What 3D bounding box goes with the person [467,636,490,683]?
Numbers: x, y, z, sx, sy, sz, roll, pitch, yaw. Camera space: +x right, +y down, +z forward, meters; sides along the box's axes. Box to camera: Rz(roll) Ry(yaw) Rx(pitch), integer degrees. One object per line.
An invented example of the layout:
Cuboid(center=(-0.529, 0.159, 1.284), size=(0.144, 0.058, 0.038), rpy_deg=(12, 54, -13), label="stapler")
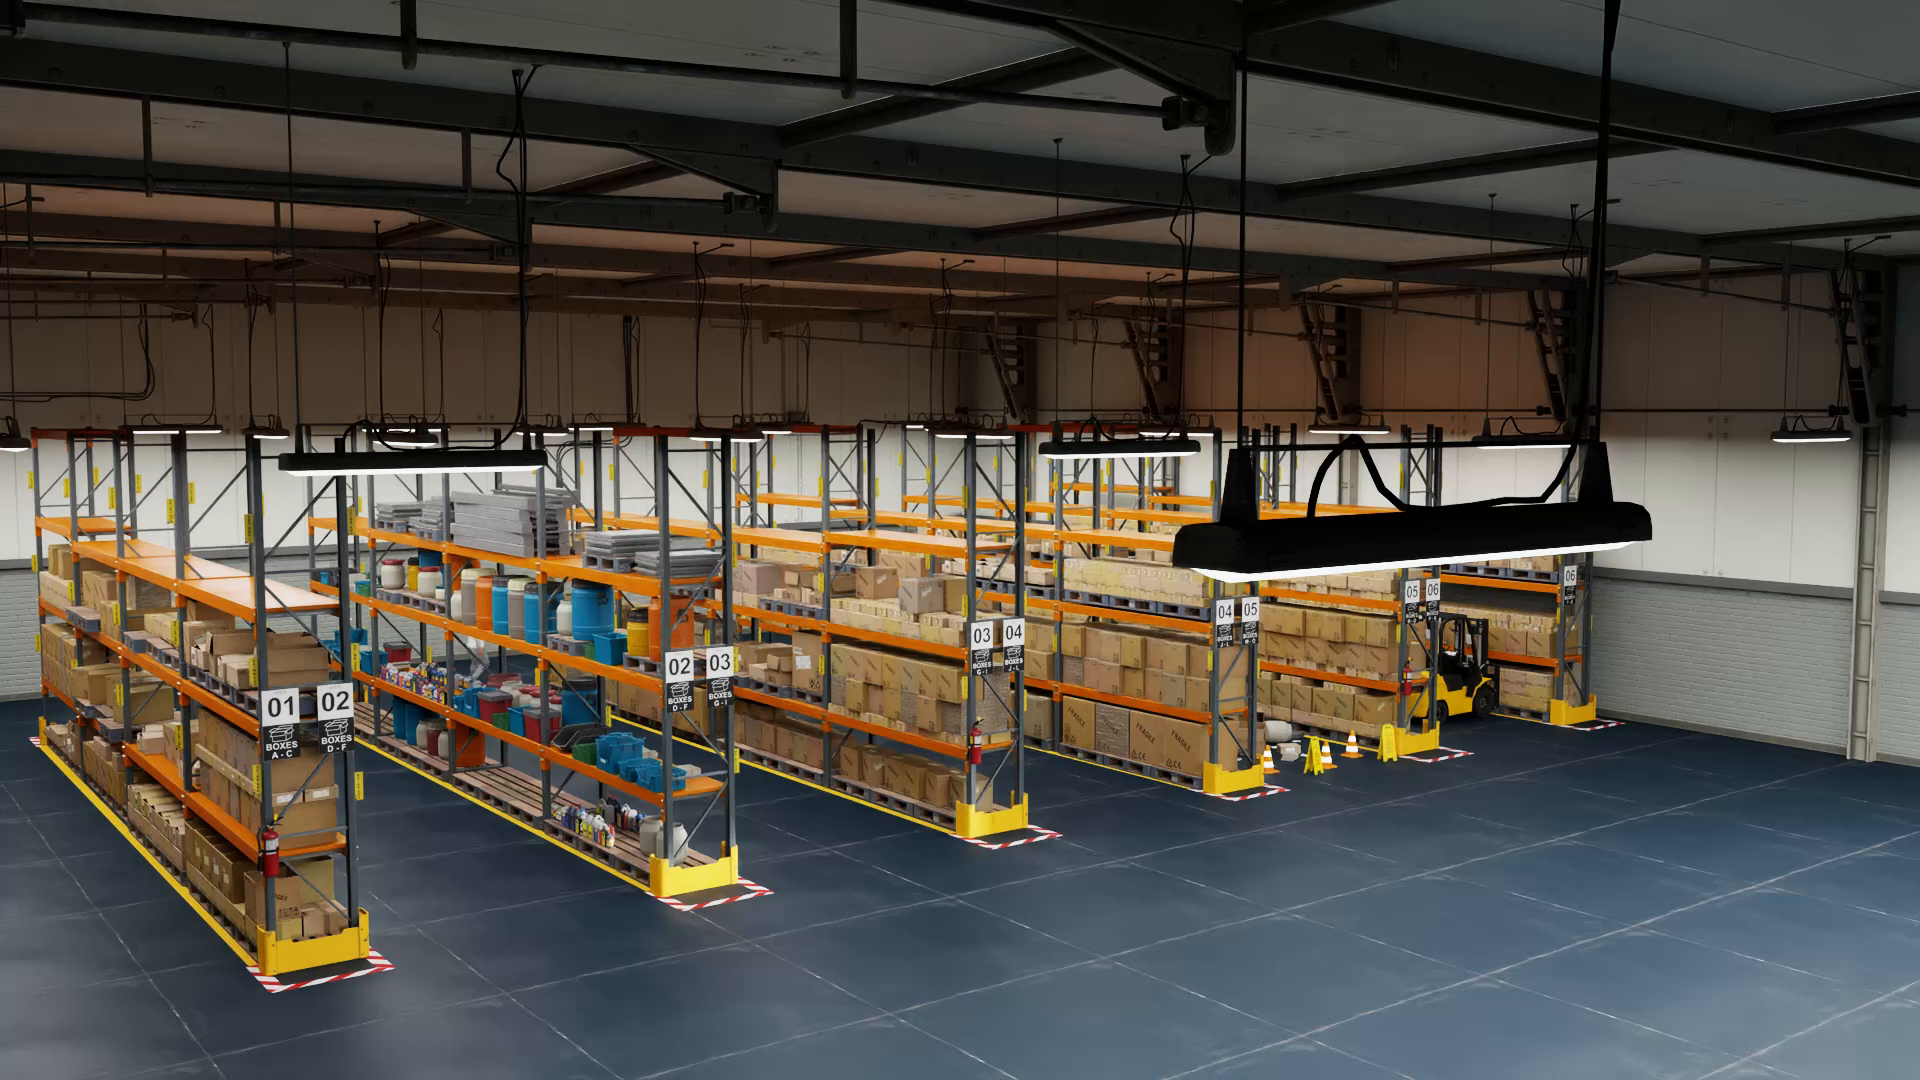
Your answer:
Cuboid(center=(-11.015, 2.456, 37.963), size=(0.430, 1.779, 0.570), rpy_deg=(-3, 6, -37), label="person")
